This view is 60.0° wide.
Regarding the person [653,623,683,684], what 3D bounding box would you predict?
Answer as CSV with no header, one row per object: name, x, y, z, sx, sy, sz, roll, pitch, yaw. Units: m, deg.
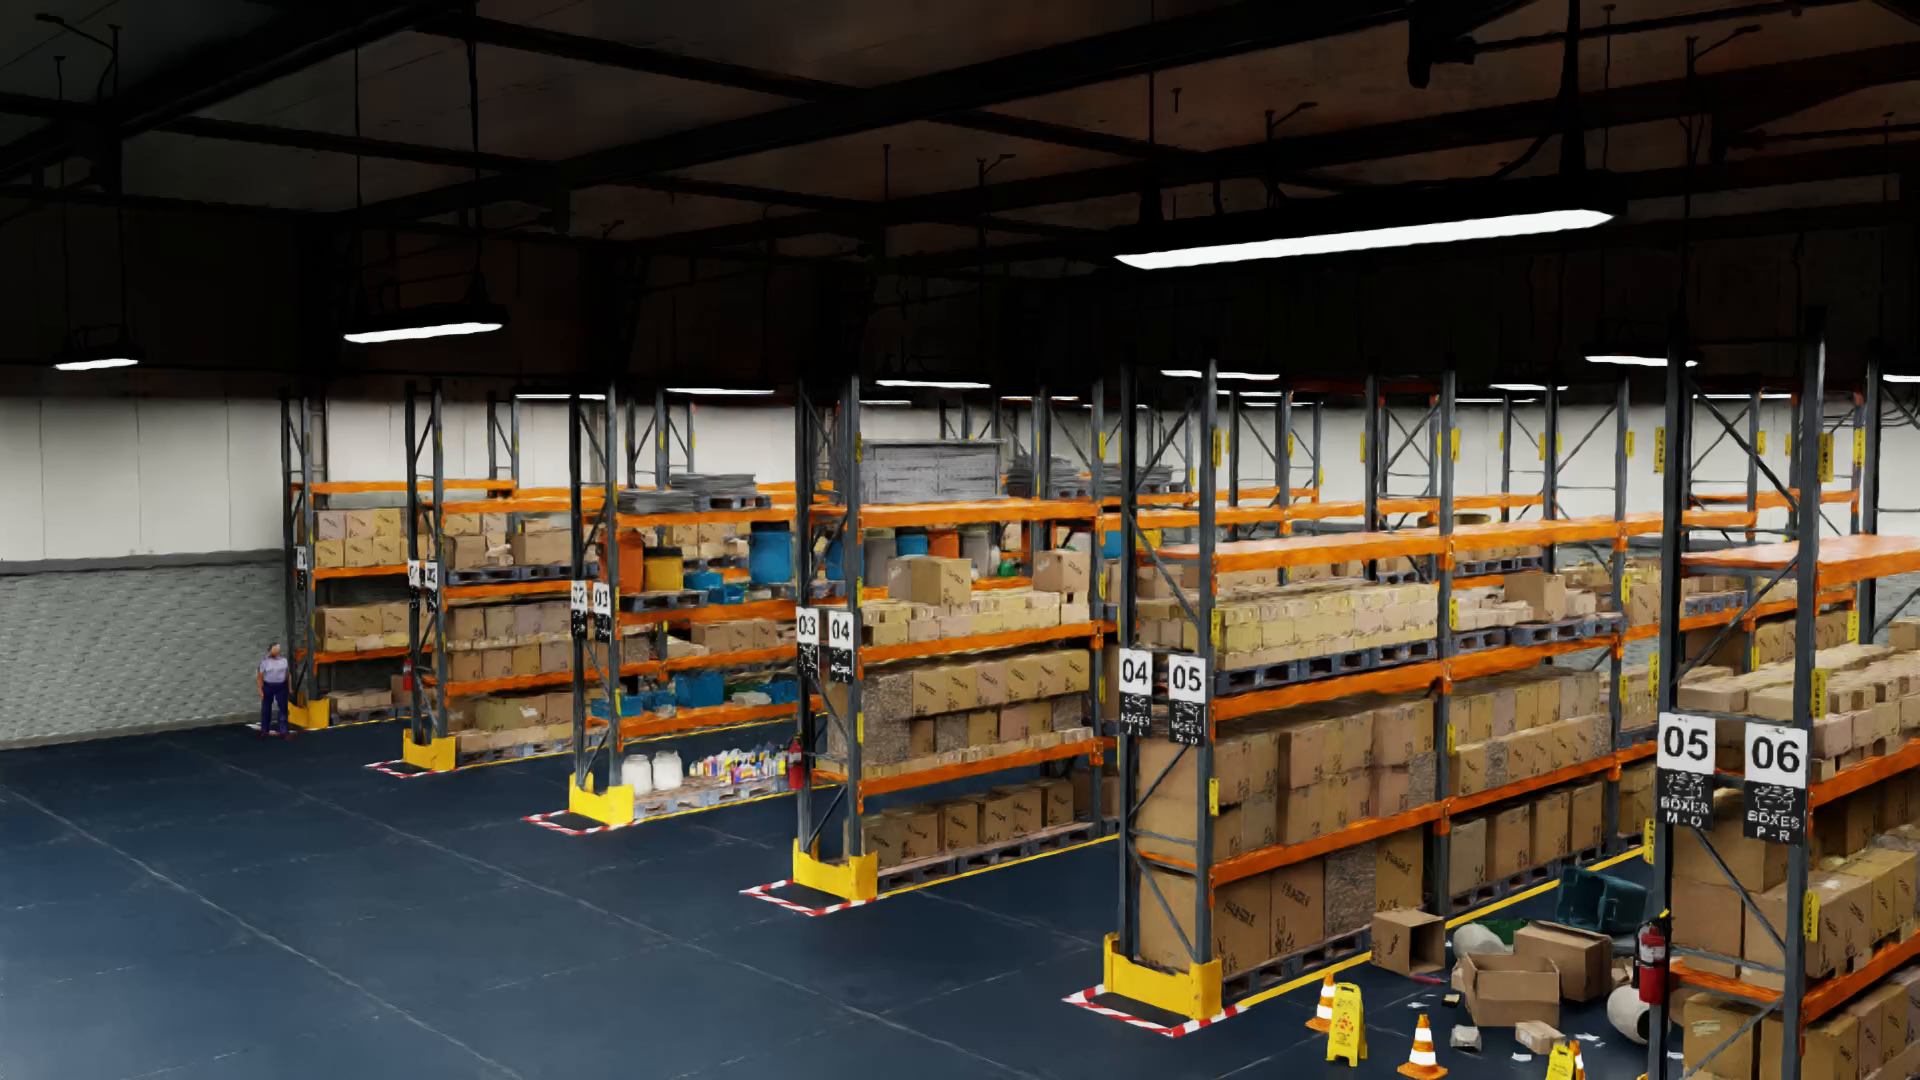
person,-5.471,2.340,30.818,1.121,1.691,0.577,-3,5,-41

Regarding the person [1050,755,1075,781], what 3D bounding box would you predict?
person,1.417,2.835,23.436,0.535,1.675,0.682,-4,5,-44

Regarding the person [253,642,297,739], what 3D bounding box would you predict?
person,-11.639,2.542,28.175,0.645,1.649,0.453,-2,4,-33
